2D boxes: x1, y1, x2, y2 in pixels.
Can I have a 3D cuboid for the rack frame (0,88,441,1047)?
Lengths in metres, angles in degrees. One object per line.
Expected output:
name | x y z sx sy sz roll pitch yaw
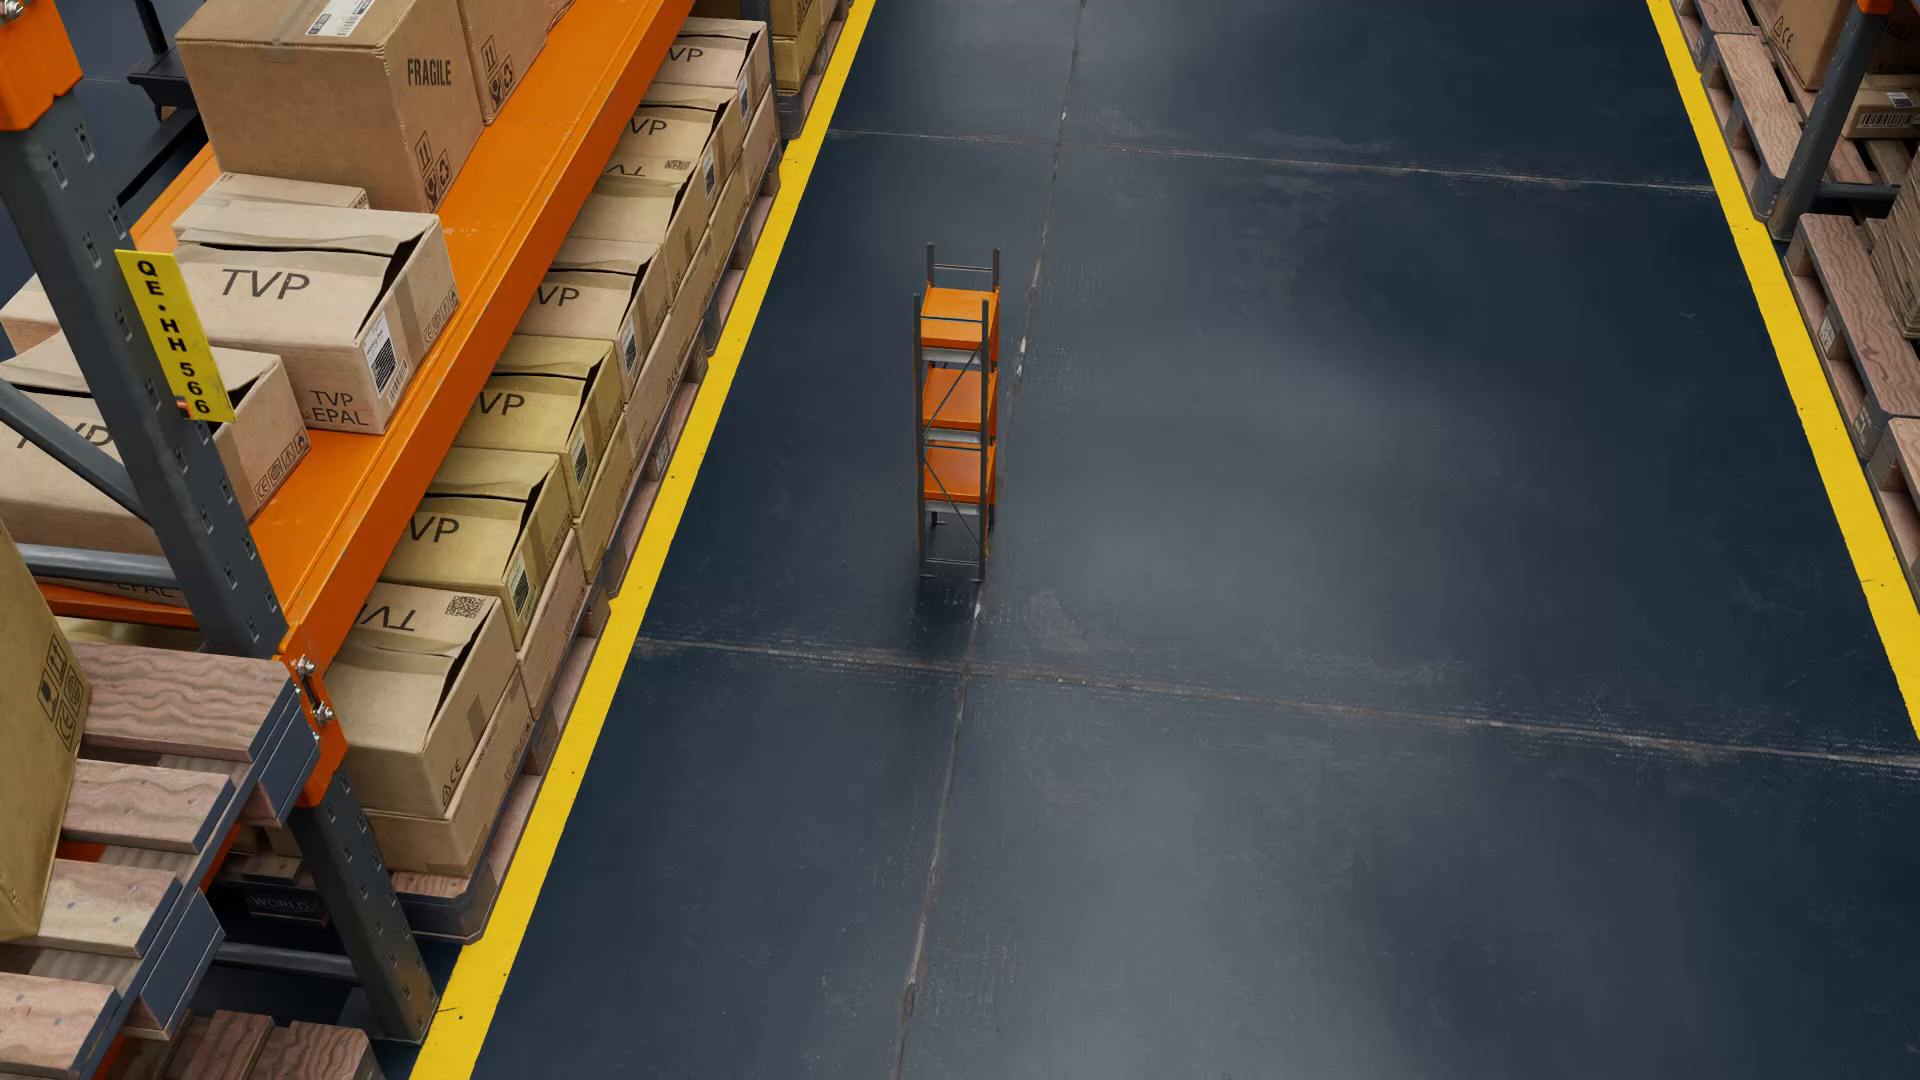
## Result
rack frame | -1.772 0.034 3.033 1.000 3.000 0.127 5 44 6

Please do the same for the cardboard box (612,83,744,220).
cardboard box | -1.075 -1.393 5.826 0.500 0.311 0.500 6 44 7

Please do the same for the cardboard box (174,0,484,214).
cardboard box | -1.566 -1.148 4.208 0.500 0.500 0.500 3 44 3

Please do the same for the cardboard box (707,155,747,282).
cardboard box | -1.079 -1.193 6.023 0.500 0.250 0.500 5 44 5

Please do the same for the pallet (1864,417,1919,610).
pallet | 3.407 0.132 4.957 1.003 0.211 1.213 5 44 6

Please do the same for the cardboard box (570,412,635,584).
cardboard box | -1.283 -0.148 4.919 0.500 0.250 0.500 4 44 4

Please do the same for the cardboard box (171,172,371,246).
cardboard box | -1.659 -0.749 4.042 0.380 0.149 0.250 8 44 9

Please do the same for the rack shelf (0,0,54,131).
rack shelf | -2.036 0.569 0.809 1.077 0.370 4.000 5 44 6

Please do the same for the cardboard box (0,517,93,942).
cardboard box | -1.743 0.284 2.390 0.700 0.500 0.500 -8 44 -9

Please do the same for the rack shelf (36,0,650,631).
rack shelf | -1.508 -1.139 4.652 0.919 0.124 3.809 5 44 6

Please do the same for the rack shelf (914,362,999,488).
rack shelf | -0.007 -0.337 4.858 0.215 0.259 0.240 5 44 6

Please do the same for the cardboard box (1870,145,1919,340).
cardboard box | 3.587 -0.994 5.616 0.700 0.500 0.500 7 44 7

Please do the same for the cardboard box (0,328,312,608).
cardboard box | -1.681 -0.178 3.321 0.500 0.311 0.500 8 44 8

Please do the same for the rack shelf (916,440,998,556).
rack shelf | -0.007 -0.135 5.049 0.215 0.259 0.240 5 44 6

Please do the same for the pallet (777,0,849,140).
pallet | -1.096 -2.218 7.439 1.003 0.211 1.213 5 44 6

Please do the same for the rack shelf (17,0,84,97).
rack shelf | -1.508 -2.157 3.688 1.077 0.370 4.000 5 44 6

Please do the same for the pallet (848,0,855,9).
pallet | -0.938 -3.052 8.320 1.003 0.211 1.213 5 44 6

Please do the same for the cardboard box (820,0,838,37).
cardboard box | -0.810 -2.475 7.377 0.500 0.250 0.500 5 44 6

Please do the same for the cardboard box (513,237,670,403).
cardboard box | -1.213 -0.711 5.106 0.500 0.311 0.500 5 44 5

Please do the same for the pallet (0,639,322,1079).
pallet | -1.792 0.572 2.604 1.213 0.211 1.003 5 44 6

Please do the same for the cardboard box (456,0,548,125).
cardboard box | -1.497 -1.506 4.587 0.500 0.500 0.500 5 44 6

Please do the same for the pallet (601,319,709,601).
pallet | -1.461 -0.340 5.456 1.003 0.211 1.213 5 44 6

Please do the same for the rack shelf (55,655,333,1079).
rack shelf | -2.036 1.658 1.841 1.077 0.370 4.000 5 44 6

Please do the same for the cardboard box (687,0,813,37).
cardboard box | -0.871 -2.406 6.759 0.500 0.500 0.500 5 44 6

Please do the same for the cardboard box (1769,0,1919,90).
cardboard box | 3.765 -2.208 6.898 0.500 0.500 0.500 2 43 2

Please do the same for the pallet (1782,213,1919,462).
pallet | 3.566 -0.701 5.837 1.003 0.211 1.213 5 44 6

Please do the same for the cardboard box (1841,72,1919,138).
cardboard box | 3.709 -1.743 6.650 0.380 0.166 0.250 0 43 0

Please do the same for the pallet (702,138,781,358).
pallet | -1.302 -1.174 6.337 1.003 0.211 1.213 5 44 6

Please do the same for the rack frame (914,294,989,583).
rack frame | -0.023 -0.262 4.763 0.200 1.050 0.008 5 44 6

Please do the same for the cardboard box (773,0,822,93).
cardboard box | -0.881 -2.135 7.018 0.500 0.250 0.500 5 44 6

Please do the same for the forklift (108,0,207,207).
forklift | -2.765 -2.945 6.228 1.130 2.935 3.031 6 44 6

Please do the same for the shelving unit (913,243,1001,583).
shelving unit | -0.007 -0.345 4.851 0.215 1.050 0.252 5 44 6

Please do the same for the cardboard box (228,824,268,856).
cardboard box | -1.944 0.499 4.236 0.500 0.250 0.500 6 44 7

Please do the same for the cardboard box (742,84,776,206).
cardboard box | -1.011 -1.538 6.387 0.500 0.250 0.500 5 44 5

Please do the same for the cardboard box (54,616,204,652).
cardboard box | -1.947 0.297 4.042 0.500 0.311 0.500 6 44 7

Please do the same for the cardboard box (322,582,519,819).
cardboard box | -1.412 0.346 3.990 0.500 0.311 0.500 7 44 7

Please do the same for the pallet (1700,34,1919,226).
pallet | 3.721 -1.693 6.885 1.003 0.211 1.213 5 44 6

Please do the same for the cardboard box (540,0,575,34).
cardboard box | -1.430 -1.848 4.947 0.500 0.500 0.500 8 44 9

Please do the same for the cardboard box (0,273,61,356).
cardboard box | -1.927 -0.513 3.793 0.380 0.149 0.250 5 44 6

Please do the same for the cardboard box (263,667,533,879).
cardboard box | -1.412 0.549 4.183 0.500 0.250 0.500 5 44 5

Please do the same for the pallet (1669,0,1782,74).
pallet | 3.880 -2.527 7.765 1.003 0.211 1.213 5 44 6

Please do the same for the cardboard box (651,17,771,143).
cardboard box | -1.012 -1.748 6.201 0.500 0.311 0.500 5 44 6

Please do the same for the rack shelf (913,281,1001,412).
rack shelf | -0.007 -0.543 4.663 0.215 0.259 0.240 5 44 6

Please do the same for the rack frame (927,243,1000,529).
rack frame | 0.009 -0.428 4.938 0.200 1.050 0.008 5 44 6

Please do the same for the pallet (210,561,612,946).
pallet | -1.624 0.489 4.580 1.003 0.211 1.213 5 44 6

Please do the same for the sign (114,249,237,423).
sign | -1.233 -0.315 2.617 0.100 0.325 0.005 5 44 6

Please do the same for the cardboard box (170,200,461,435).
cardboard box | -1.462 -0.526 3.689 0.500 0.311 0.500 5 44 5
